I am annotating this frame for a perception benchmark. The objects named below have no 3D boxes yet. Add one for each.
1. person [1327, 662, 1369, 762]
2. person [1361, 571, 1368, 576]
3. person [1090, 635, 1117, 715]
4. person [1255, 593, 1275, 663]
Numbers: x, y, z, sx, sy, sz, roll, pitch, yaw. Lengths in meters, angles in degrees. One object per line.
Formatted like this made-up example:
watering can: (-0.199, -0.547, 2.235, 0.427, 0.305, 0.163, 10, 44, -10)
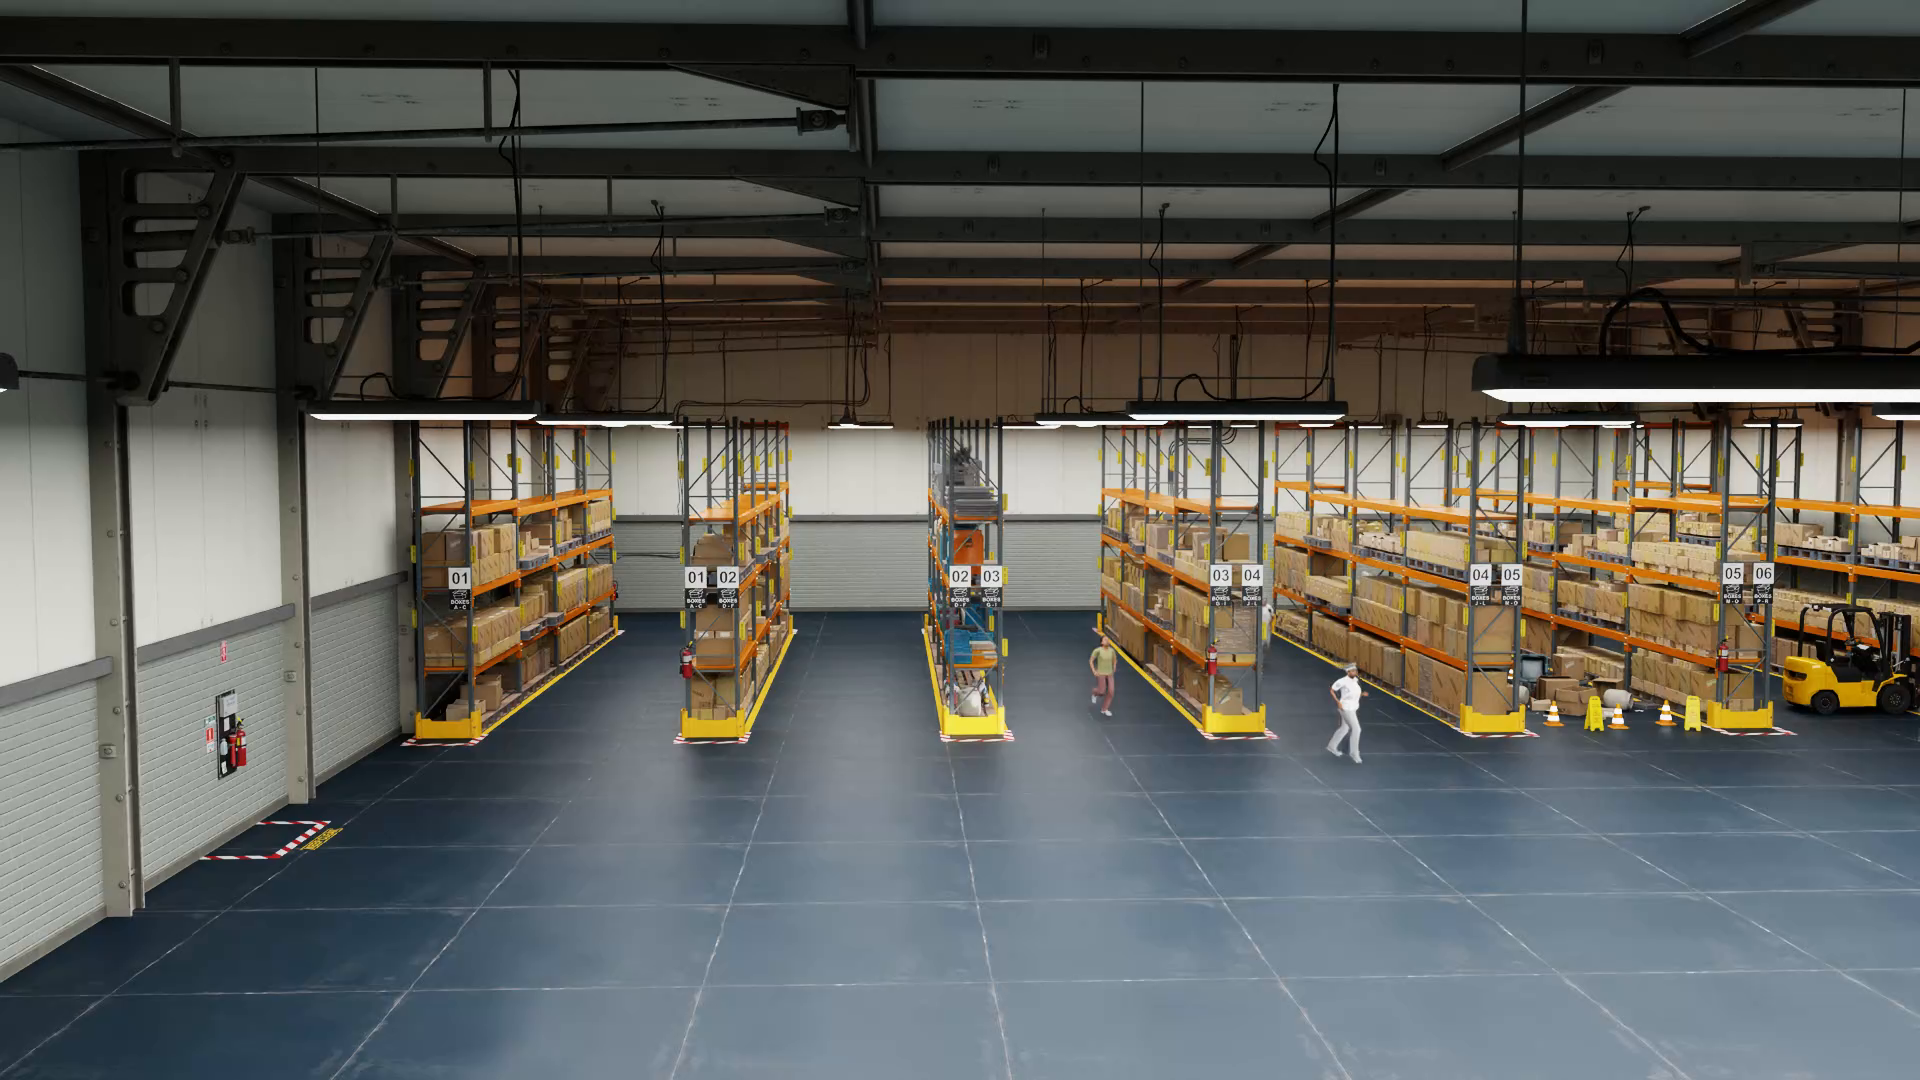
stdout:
person: (6.783, 2.996, 29.045, 0.743, 1.765, 0.549, 3, 5, 40)
person: (11.398, 1.762, 46.854, 0.708, 1.767, 0.940, -1, 4, -9)
person: (2.928, 2.768, 33.750, 0.583, 1.505, 0.620, -1, 4, -16)
person: (7.468, 2.178, 40.896, 0.651, 1.740, 0.597, -1, 4, -13)
